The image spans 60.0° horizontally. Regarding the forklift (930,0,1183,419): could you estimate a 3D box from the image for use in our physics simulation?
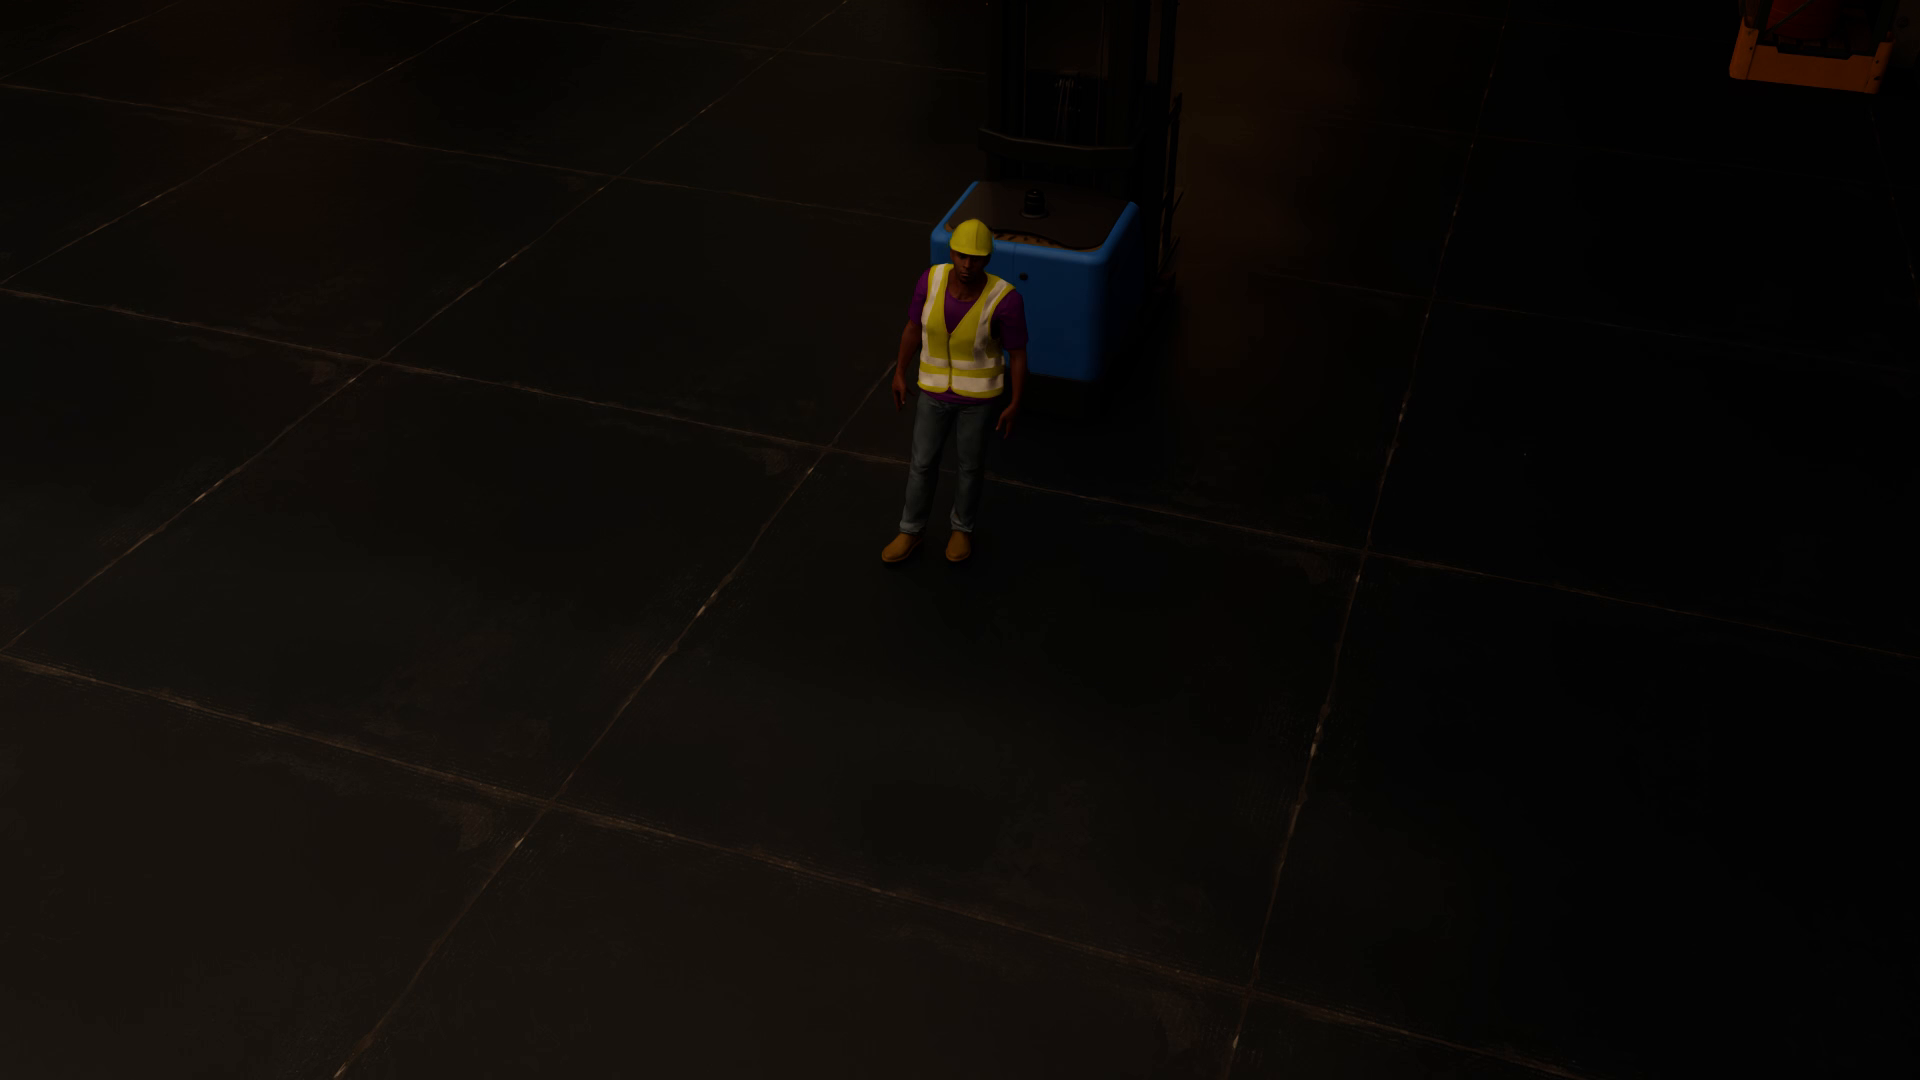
[{"bbox_3d":[0.773,-2.737,9.972,1.130,2.935,3.031,11,37,15],"label":"forklift"}]

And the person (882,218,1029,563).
[{"bbox_3d":[-0.029,-0.690,8.078,0.665,1.765,0.577,12,37,16],"label":"person"}]
